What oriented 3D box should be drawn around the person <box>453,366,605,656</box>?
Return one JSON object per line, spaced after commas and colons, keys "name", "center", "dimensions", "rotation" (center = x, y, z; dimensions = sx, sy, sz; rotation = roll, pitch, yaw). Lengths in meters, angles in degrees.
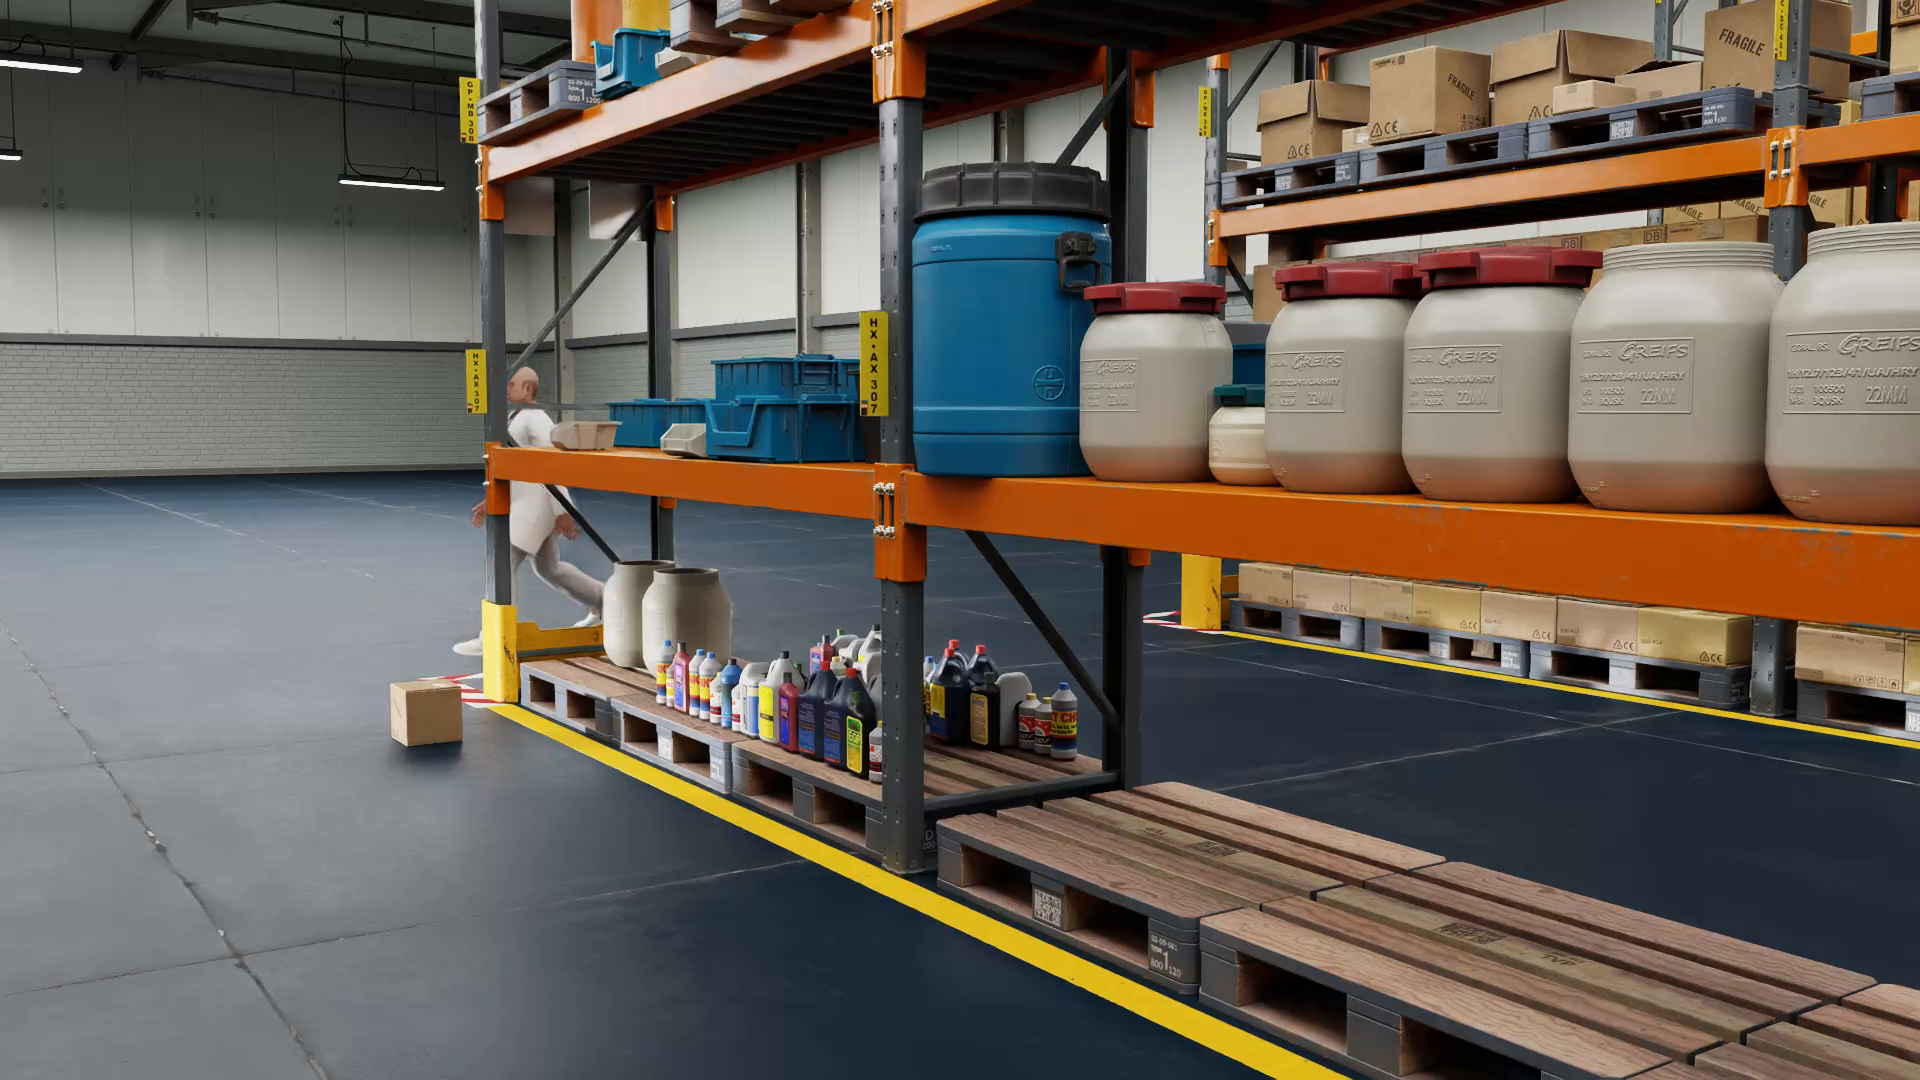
{"name": "person", "center": [-2.537, -0.185, 10.104], "dimensions": [1.100, 1.730, 0.614], "rotation": [-2, 5, -28]}
